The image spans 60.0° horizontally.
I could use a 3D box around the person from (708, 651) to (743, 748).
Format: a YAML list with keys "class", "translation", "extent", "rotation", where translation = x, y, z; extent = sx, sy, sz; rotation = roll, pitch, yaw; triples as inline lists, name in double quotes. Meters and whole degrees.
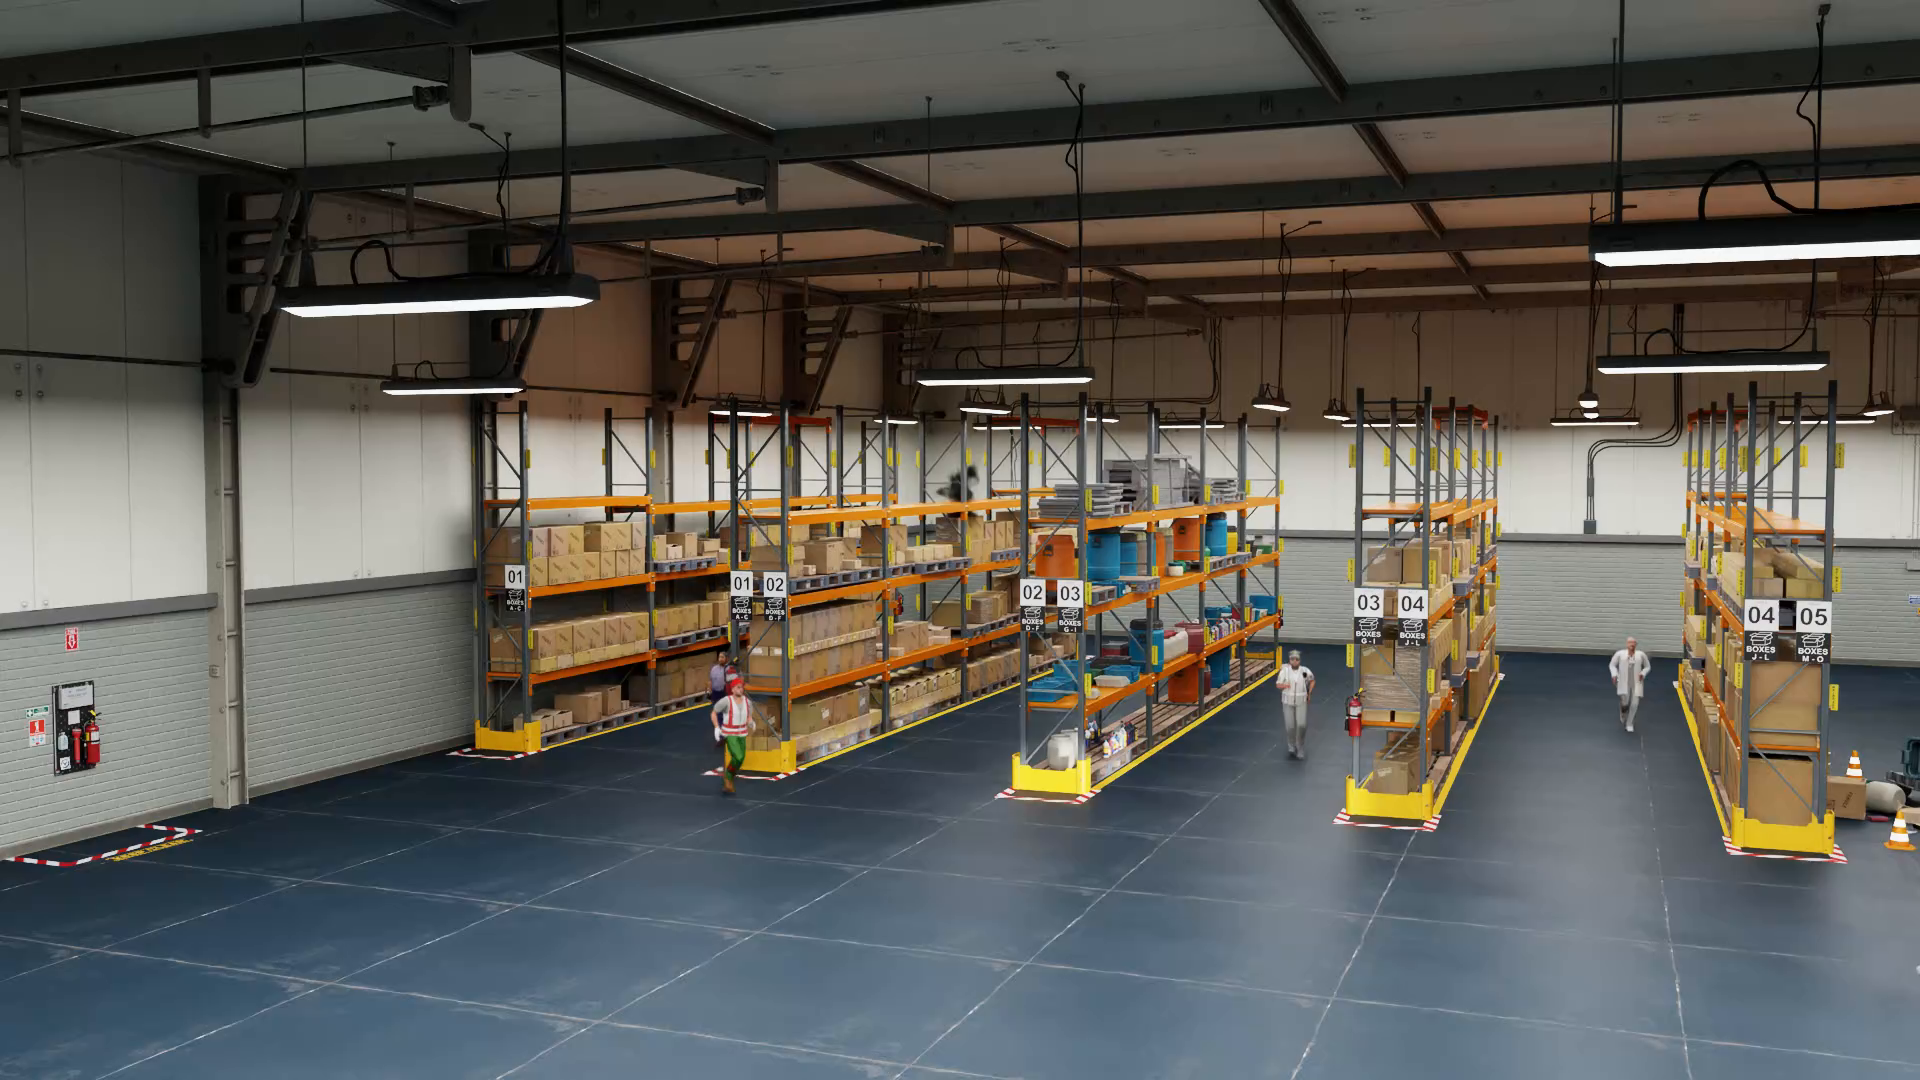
- class: "person"
  translation: [-4.144, 2.772, 29.197]
  extent: [0.607, 1.640, 0.849]
  rotation: [1, 3, 15]

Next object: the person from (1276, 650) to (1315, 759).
- class: "person"
  translation: [5.630, 2.767, 27.923]
  extent: [0.640, 1.836, 0.727]
  rotation: [1, 3, 13]

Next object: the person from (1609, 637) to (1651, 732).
- class: "person"
  translation: [12.352, 2.650, 30.643]
  extent: [0.710, 1.733, 0.638]
  rotation: [1, 3, 17]

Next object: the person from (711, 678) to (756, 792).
- class: "person"
  translation: [-3.333, 2.915, 24.827]
  extent: [0.589, 1.717, 0.720]
  rotation: [-2, 4, -41]
